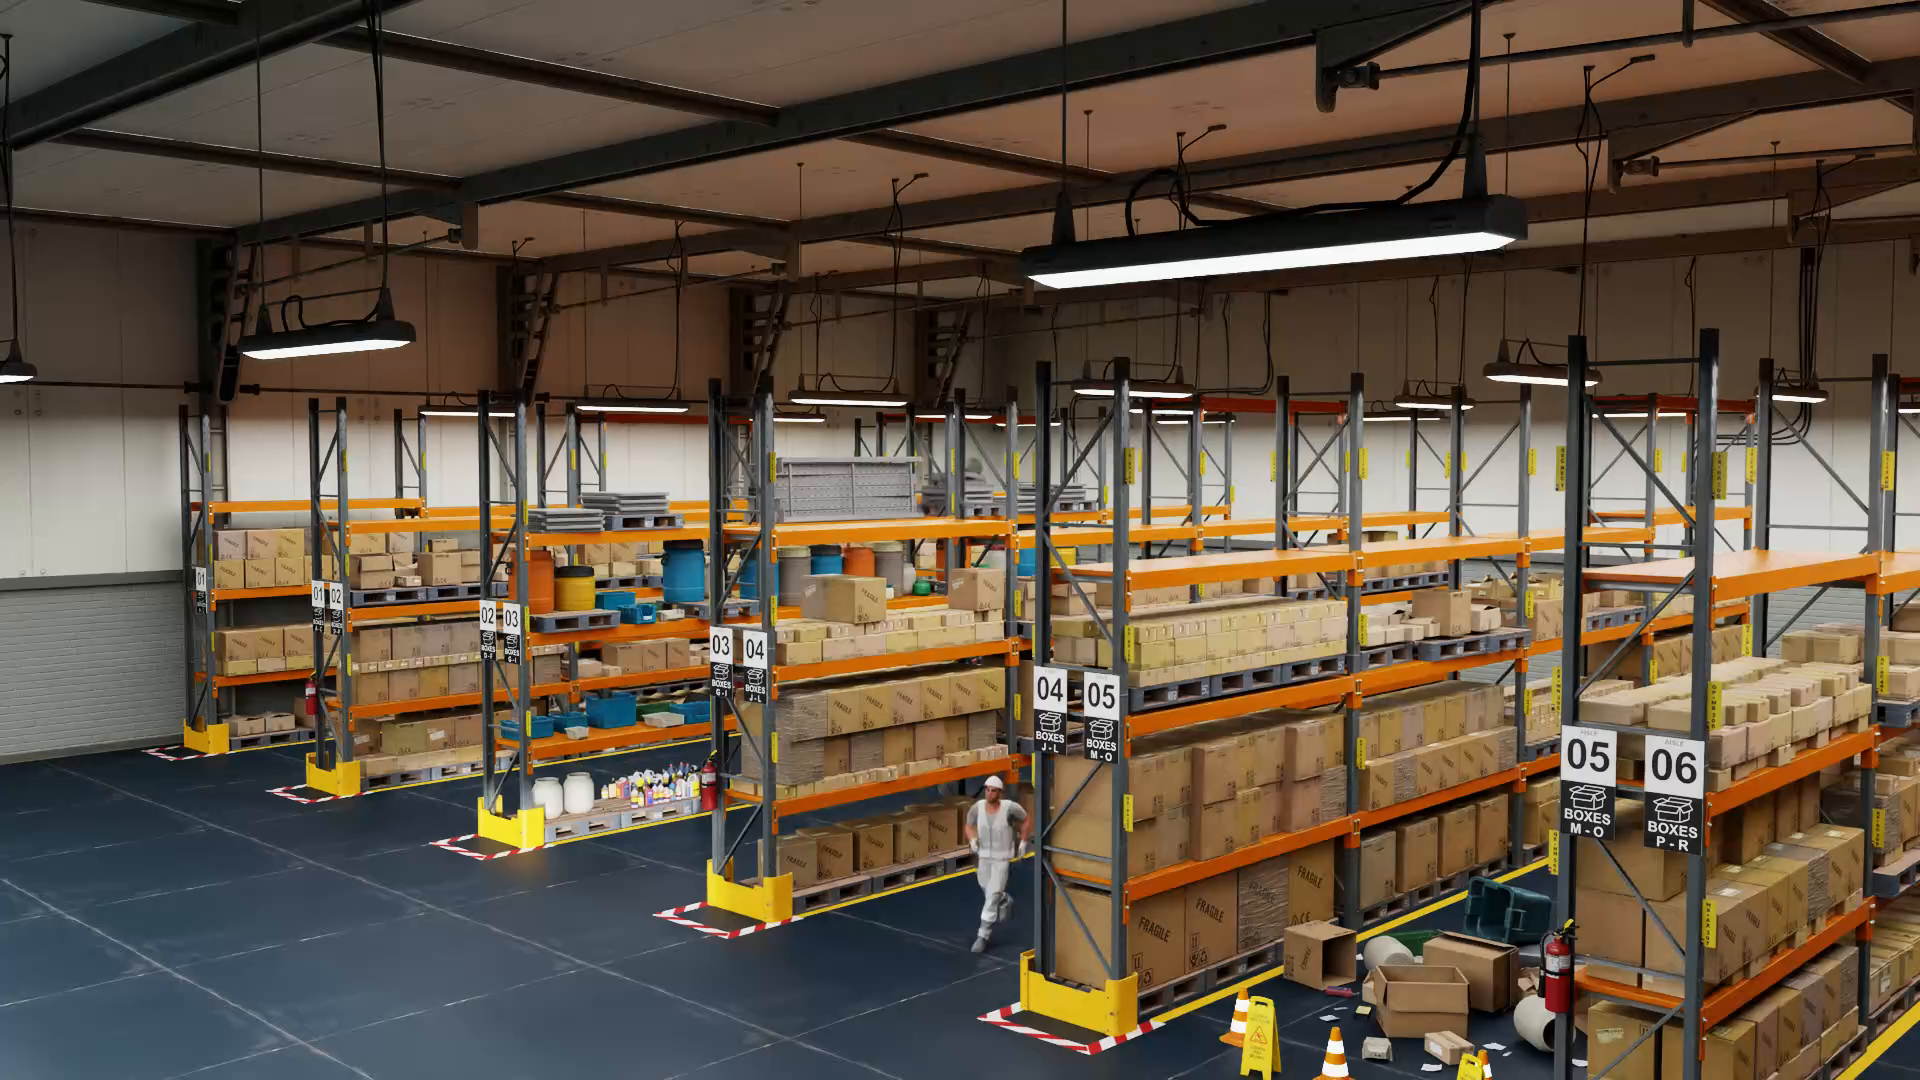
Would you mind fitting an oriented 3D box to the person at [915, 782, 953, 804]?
[{"bbox_3d":[-0.351,3.115,22.921,0.580,1.750,0.737,3,4,42],"label":"person"}]

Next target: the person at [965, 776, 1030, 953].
[{"bbox_3d":[0.375,3.349,17.534,0.684,1.775,1.027,1,3,21],"label":"person"}]

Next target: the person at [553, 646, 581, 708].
[{"bbox_3d":[-7.248,2.760,30.649,0.645,1.620,0.625,2,4,37],"label":"person"}]
